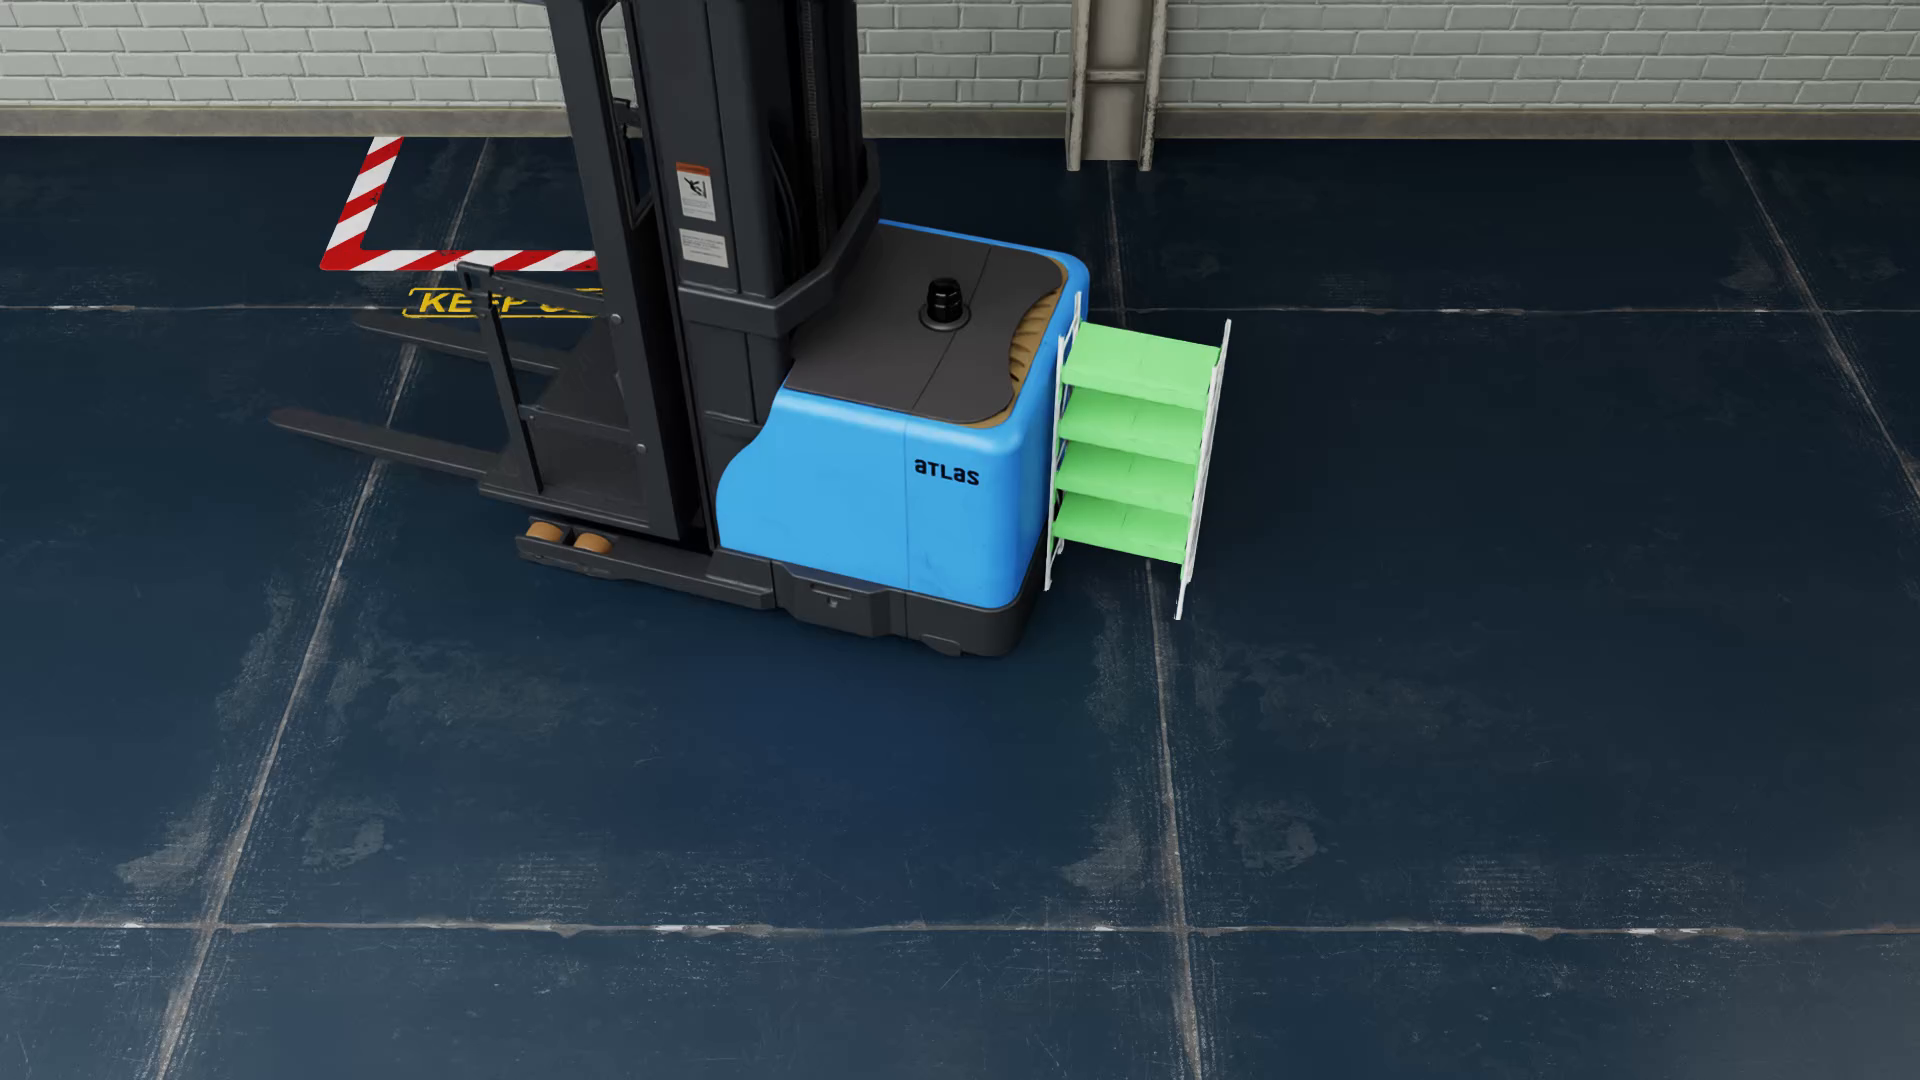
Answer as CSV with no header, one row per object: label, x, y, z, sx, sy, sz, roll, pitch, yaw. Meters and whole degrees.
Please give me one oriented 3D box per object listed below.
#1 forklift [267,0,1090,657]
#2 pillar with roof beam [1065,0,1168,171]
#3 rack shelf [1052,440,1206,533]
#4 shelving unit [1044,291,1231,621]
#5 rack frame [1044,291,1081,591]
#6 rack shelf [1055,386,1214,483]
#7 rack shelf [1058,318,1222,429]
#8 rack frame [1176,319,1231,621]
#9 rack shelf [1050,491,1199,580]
forklift,-1.116,-1.218,5.382,3.031,2.935,1.130,13,48,12
pillar with roof beam,0.692,-1.777,1.756,0.400,9.000,9.100,0,47,0
rack shelf,0.584,-0.212,5.715,0.480,0.148,0.258,12,48,11
shelving unit,0.584,-0.255,5.668,0.503,1.200,0.258,12,48,11
rack frame,0.350,-0.307,5.716,0.015,1.200,0.240,12,48,11
rack shelf,0.584,-0.375,5.539,0.480,0.148,0.258,12,48,11
rack shelf,0.584,-0.539,5.363,0.480,0.148,0.258,12,48,11
rack frame,0.817,-0.204,5.620,0.015,1.200,0.240,12,48,11
rack shelf,0.584,-0.048,5.890,0.480,0.148,0.258,12,48,11
